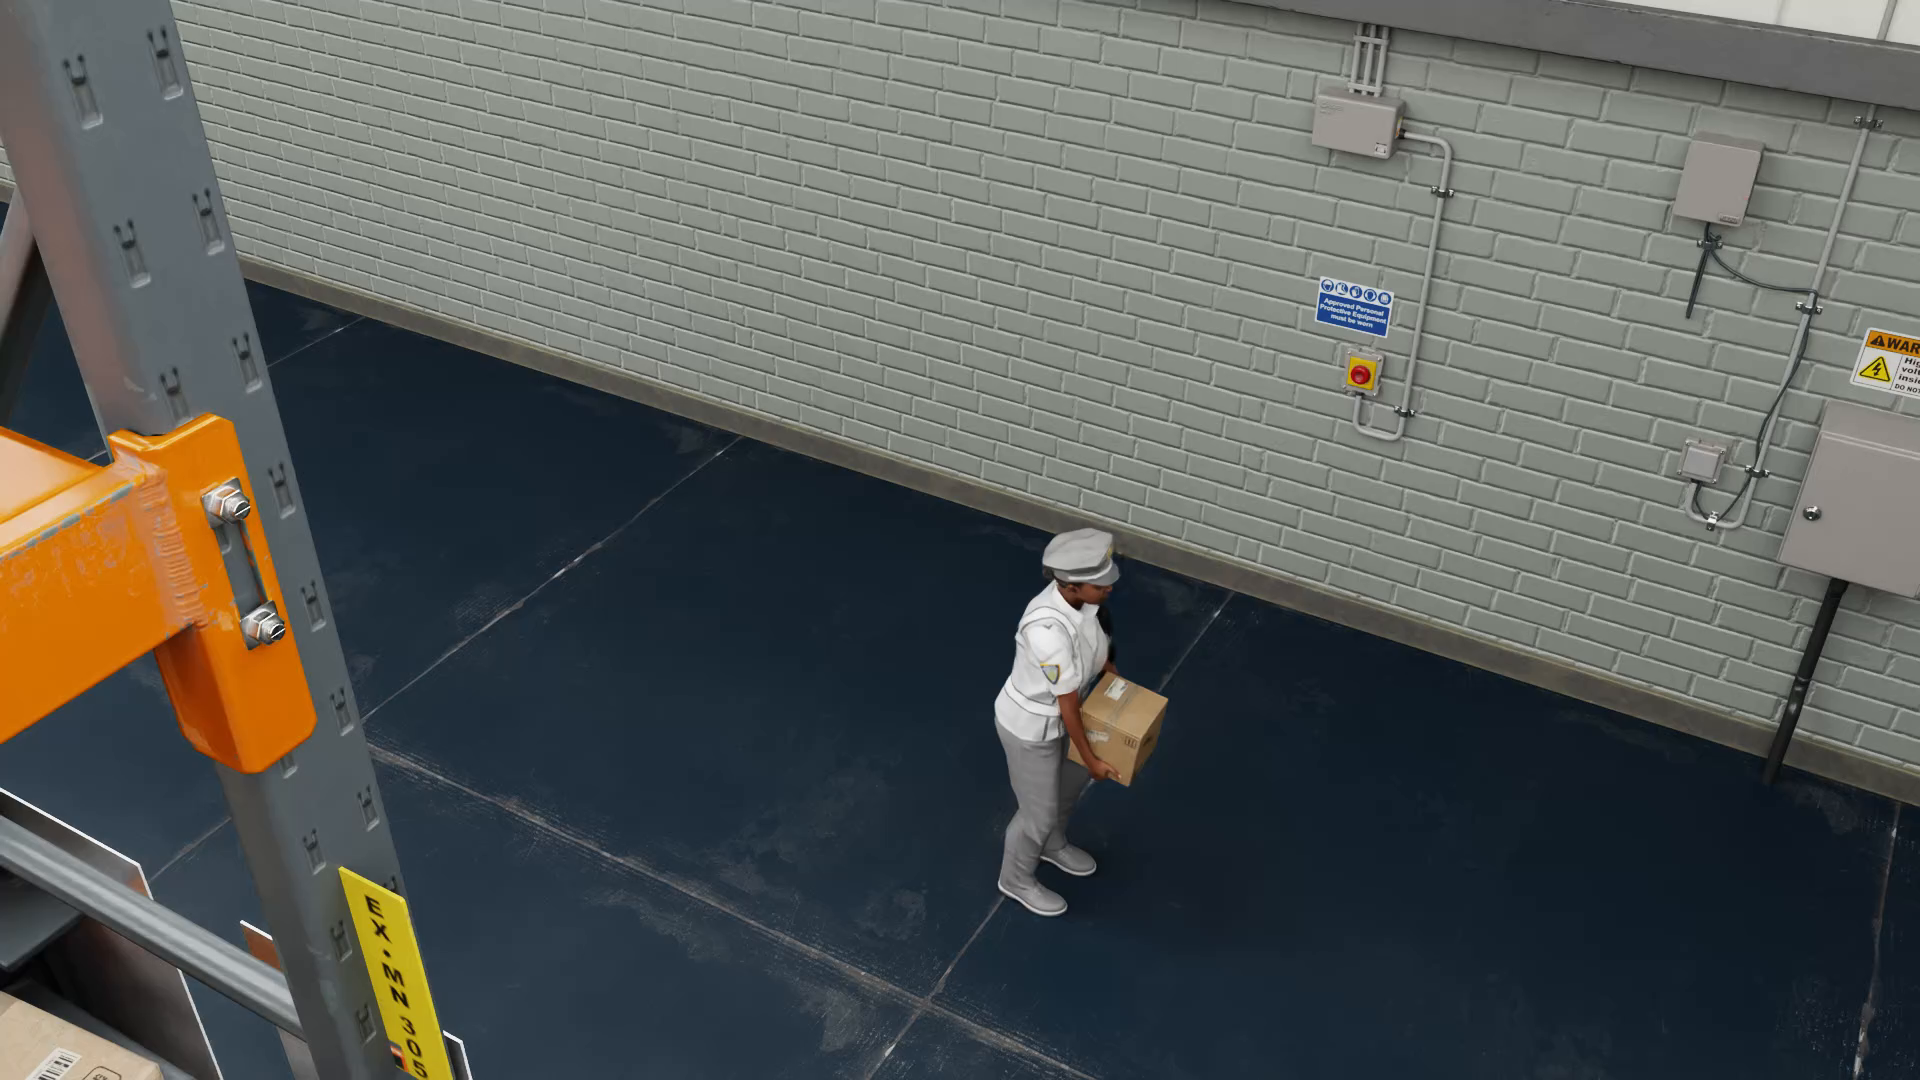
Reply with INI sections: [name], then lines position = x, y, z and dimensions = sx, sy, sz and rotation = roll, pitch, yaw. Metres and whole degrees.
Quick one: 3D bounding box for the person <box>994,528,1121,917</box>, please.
[person]
position = 0.407, 0.684, 6.149
dimensions = 0.543, 1.664, 0.416
rotation = 17, 38, 23
